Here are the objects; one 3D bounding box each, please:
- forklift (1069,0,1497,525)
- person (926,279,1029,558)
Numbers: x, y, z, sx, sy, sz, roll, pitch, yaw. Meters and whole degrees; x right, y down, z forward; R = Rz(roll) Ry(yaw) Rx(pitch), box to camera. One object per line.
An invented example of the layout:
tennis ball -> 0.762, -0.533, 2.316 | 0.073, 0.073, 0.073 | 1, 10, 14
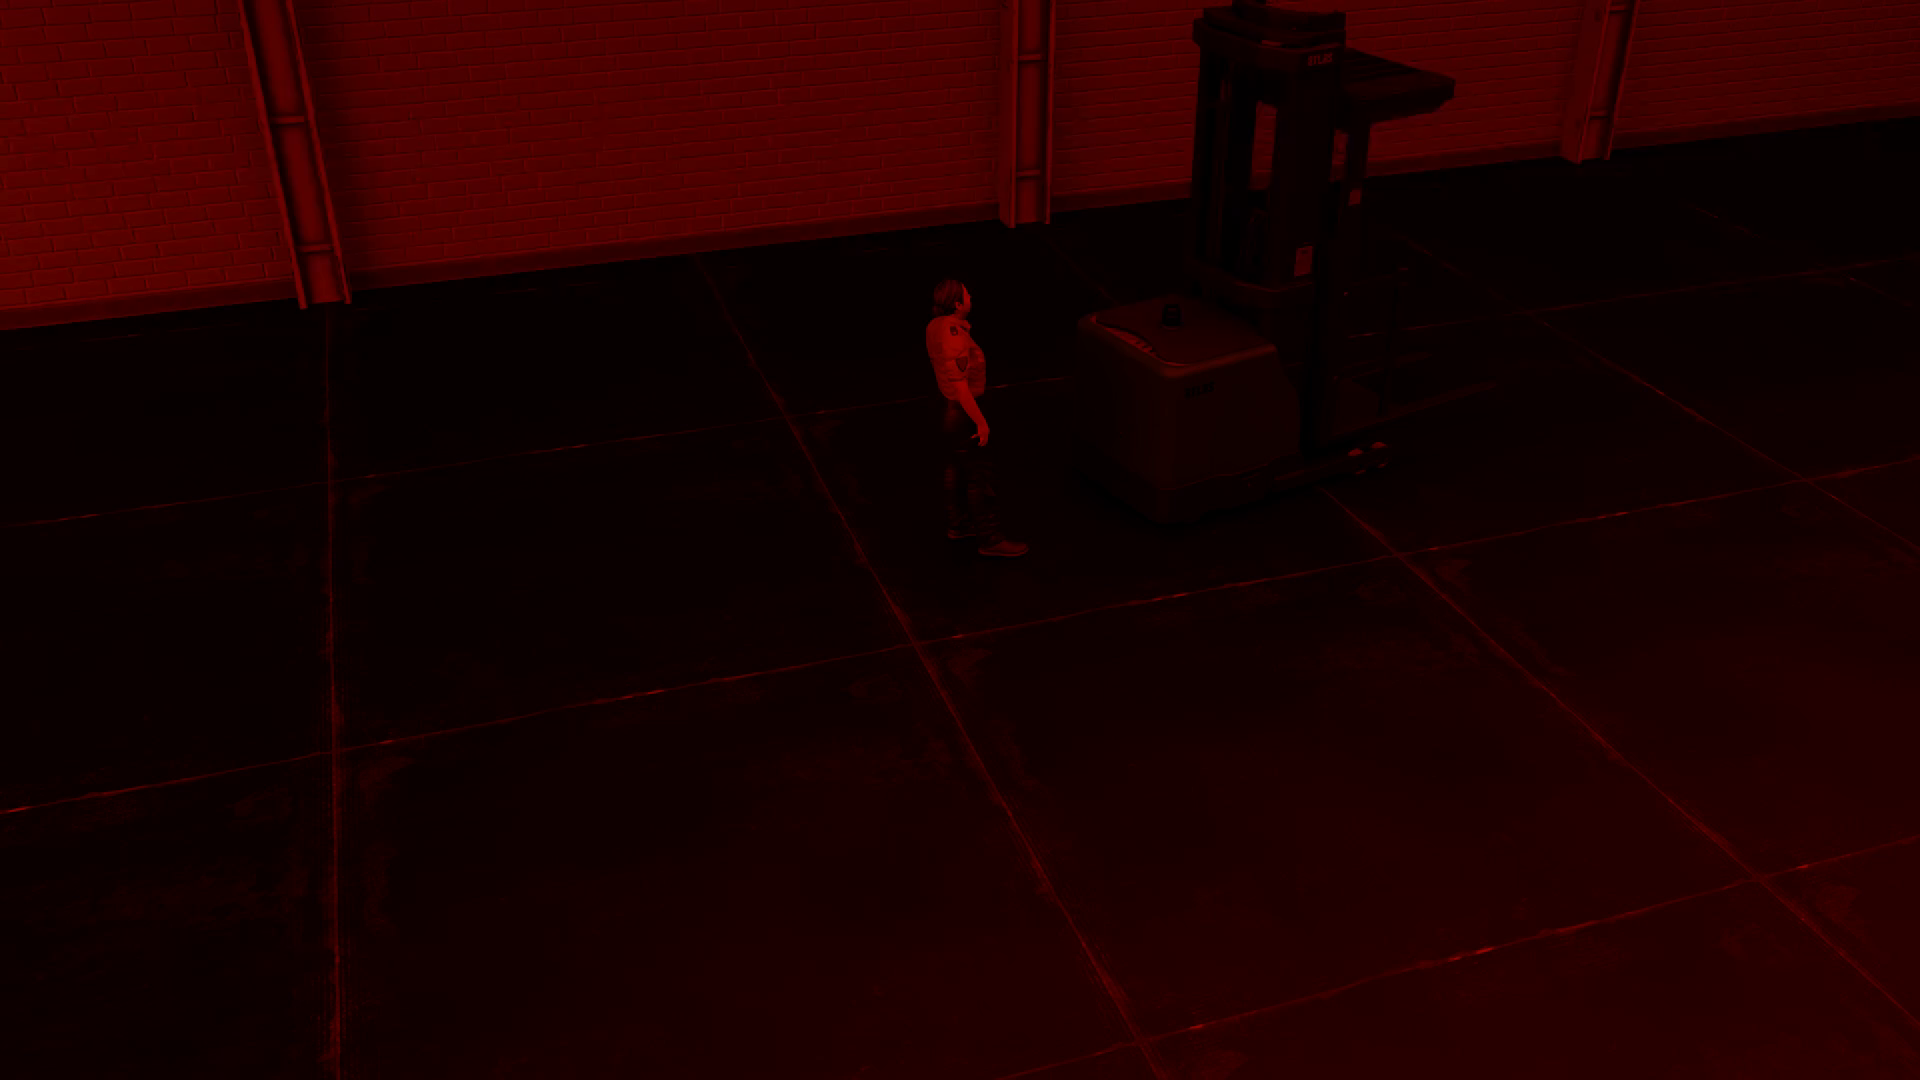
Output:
forklift -> 2.232, -1.899, 10.387 | 3.031, 2.935, 1.130 | -17, 34, -27
person -> 0.092, -0.724, 9.618 | 0.503, 1.650, 0.599 | -10, 31, -16
